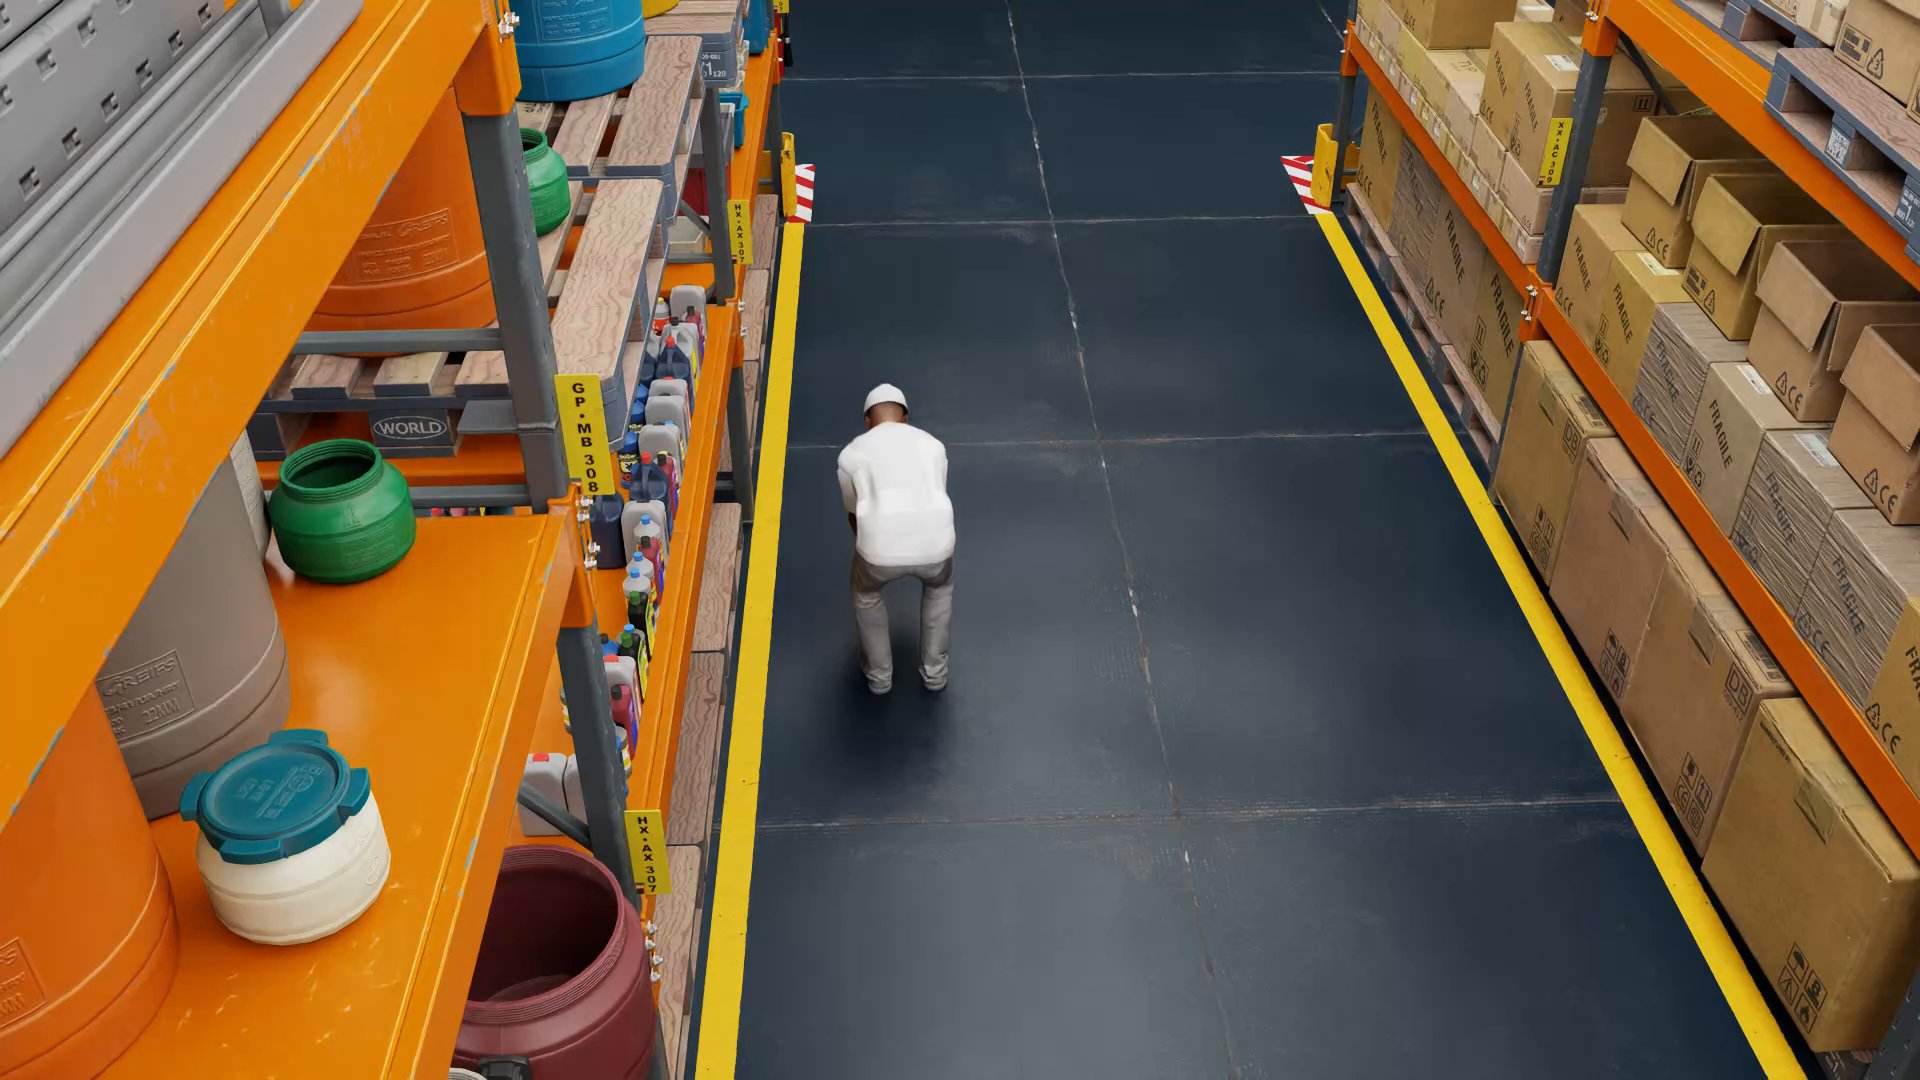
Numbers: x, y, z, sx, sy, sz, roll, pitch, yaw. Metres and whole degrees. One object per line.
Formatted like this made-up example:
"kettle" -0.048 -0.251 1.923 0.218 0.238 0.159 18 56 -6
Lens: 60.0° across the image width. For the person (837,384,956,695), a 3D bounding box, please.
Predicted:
"person" -0.290 0.011 7.572 0.498 1.231 0.946 -4 35 -6
